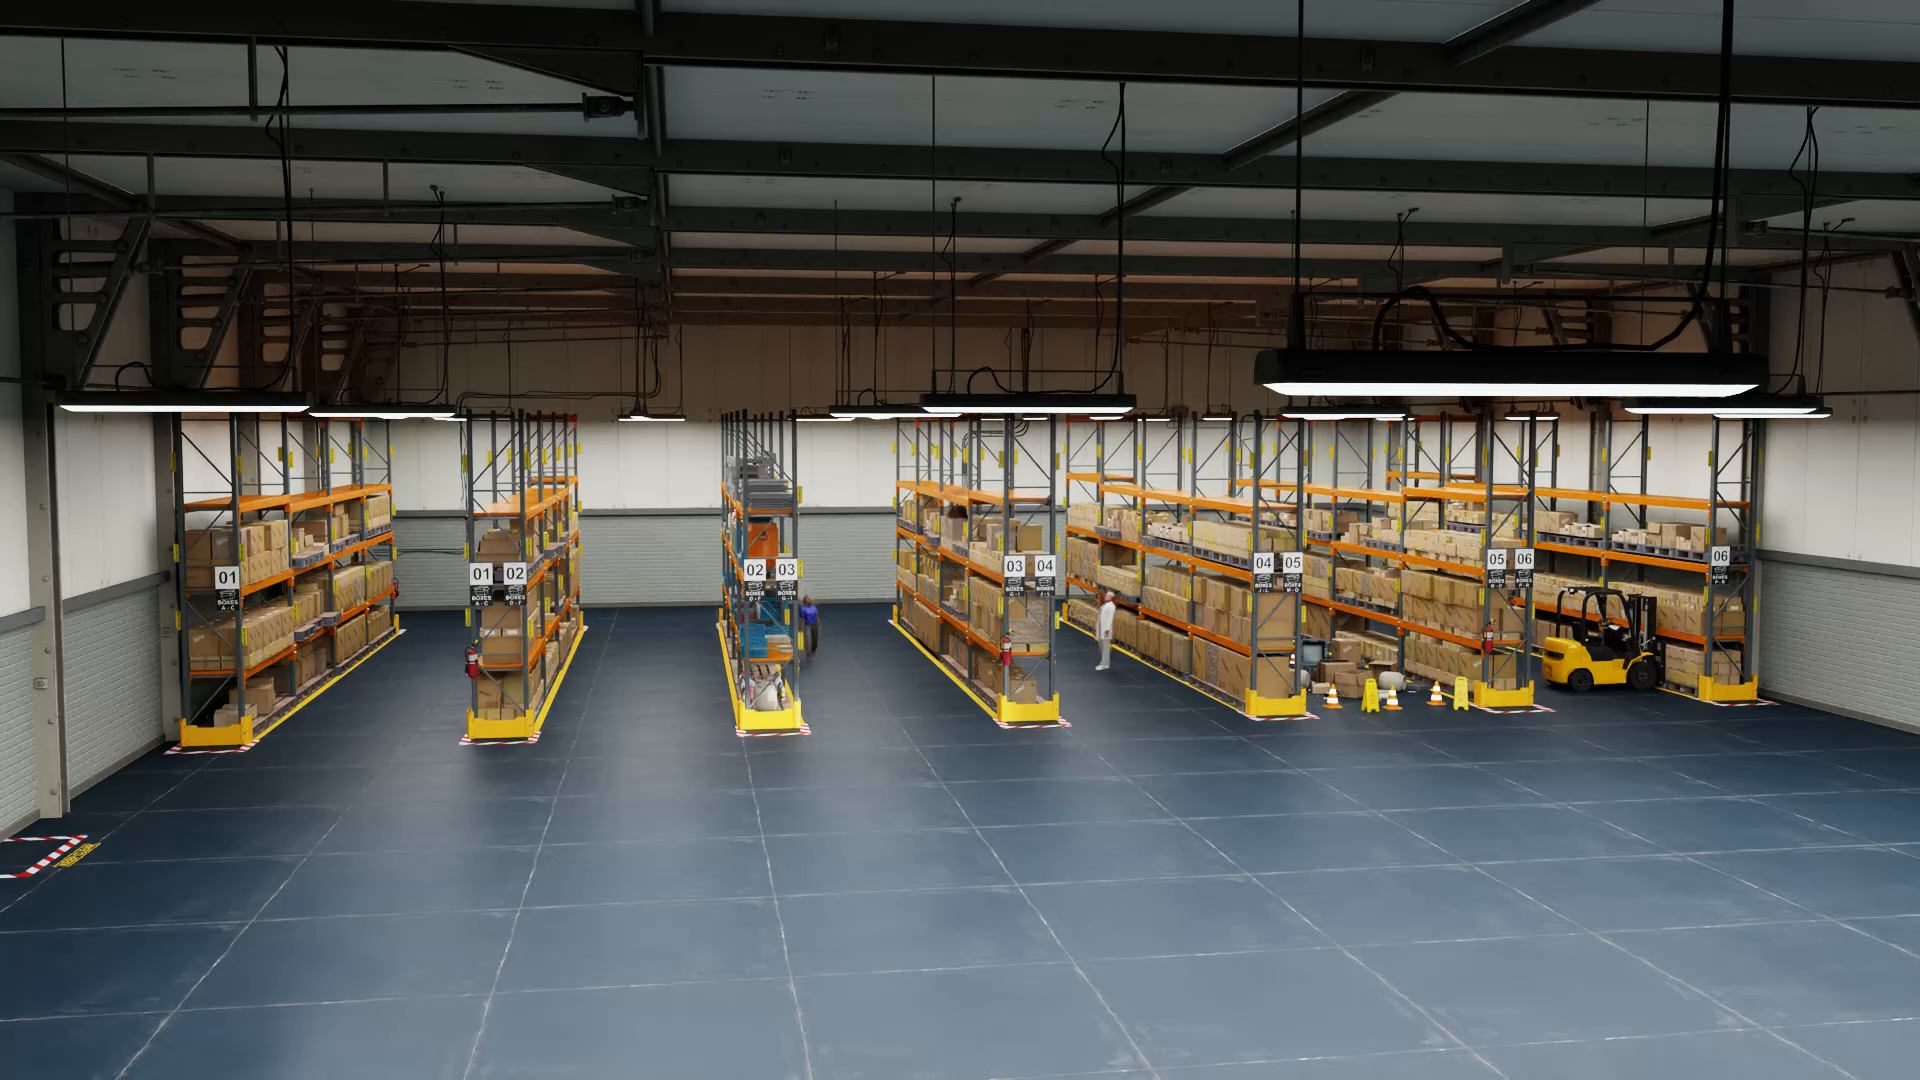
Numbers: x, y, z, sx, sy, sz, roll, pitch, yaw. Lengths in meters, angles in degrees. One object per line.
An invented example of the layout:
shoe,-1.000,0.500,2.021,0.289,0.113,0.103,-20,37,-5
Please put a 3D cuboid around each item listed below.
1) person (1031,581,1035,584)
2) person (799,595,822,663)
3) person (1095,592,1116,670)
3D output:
person,2.097,1.543,48.183,0.494,1.644,0.937,0,4,-5
person,-3.598,2.159,39.947,0.539,1.505,0.904,-1,4,-15
person,3.304,2.082,38.339,0.616,1.775,0.586,-3,5,-35
